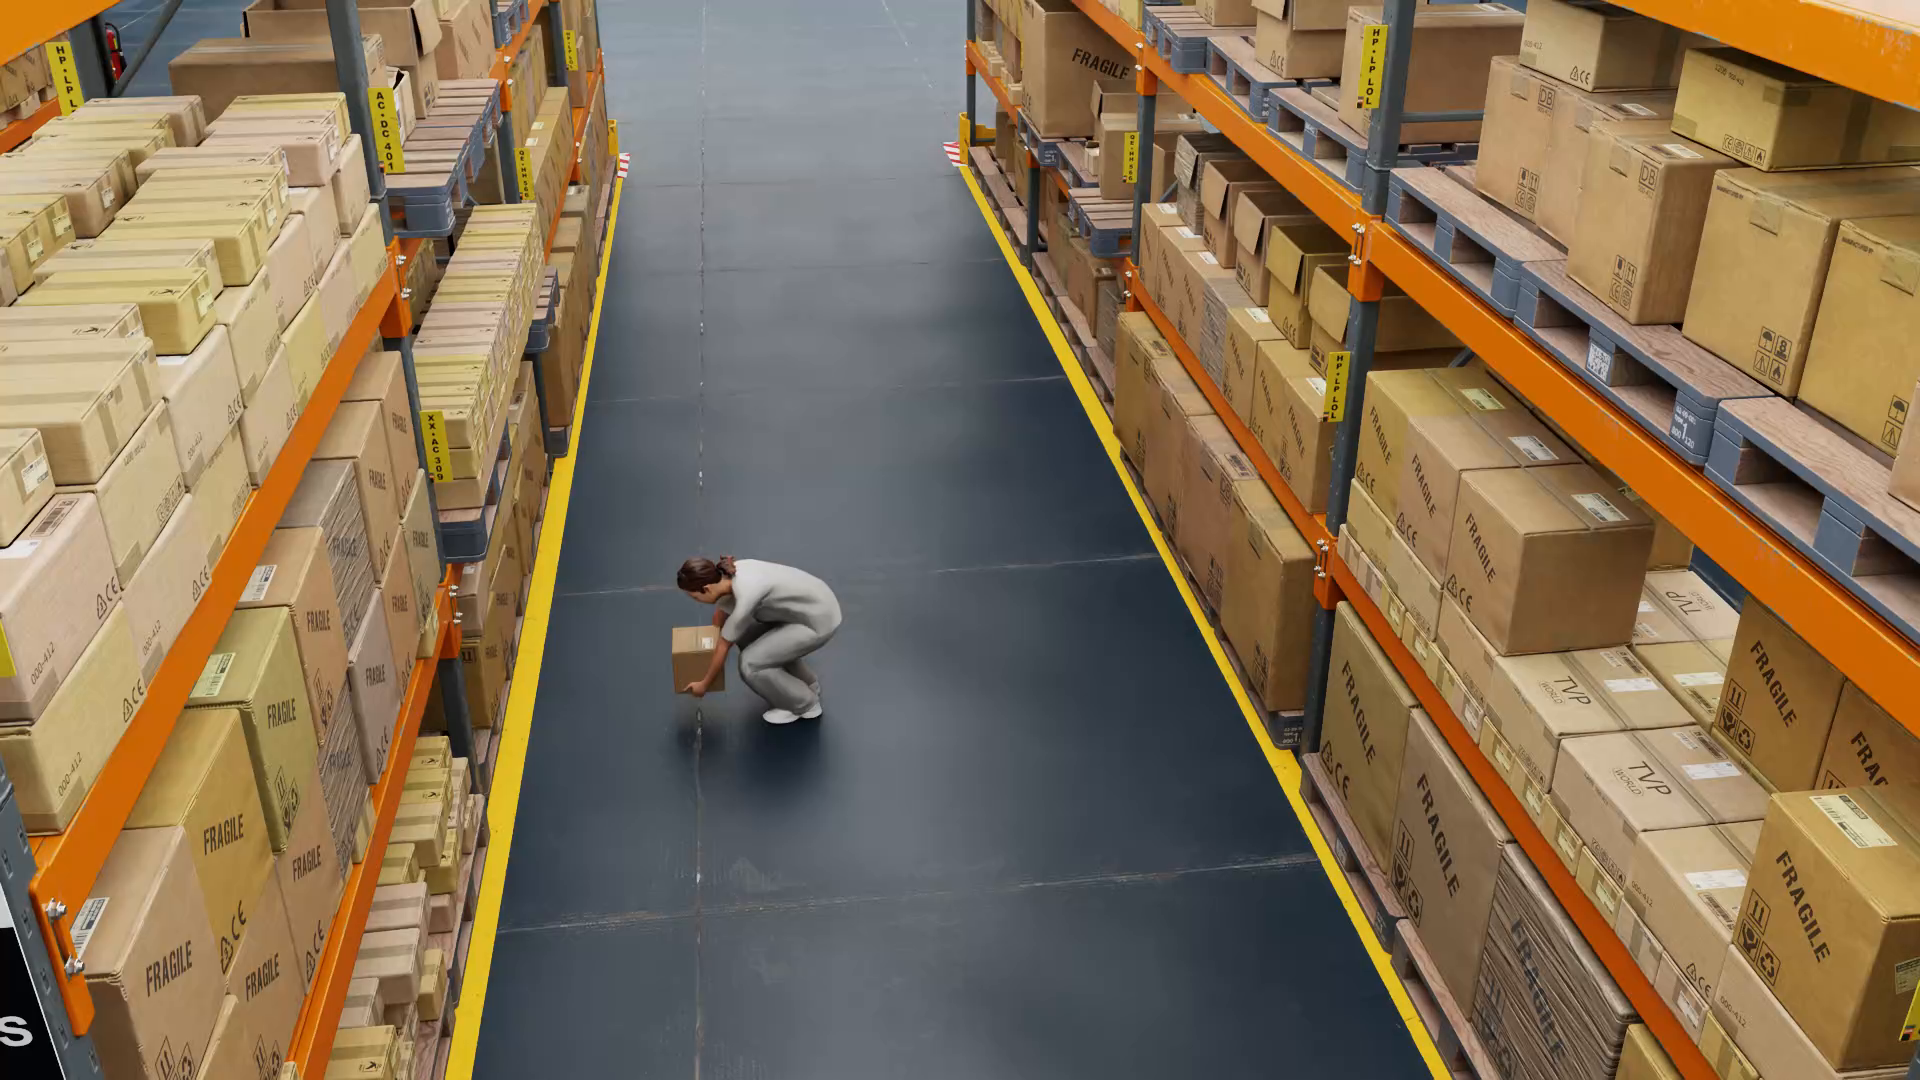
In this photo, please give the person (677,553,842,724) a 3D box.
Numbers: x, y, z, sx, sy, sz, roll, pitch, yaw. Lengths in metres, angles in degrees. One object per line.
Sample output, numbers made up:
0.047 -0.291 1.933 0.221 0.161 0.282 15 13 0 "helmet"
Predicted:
-1.020 0.469 8.520 0.830 0.938 0.461 -4 28 -8 "person"
